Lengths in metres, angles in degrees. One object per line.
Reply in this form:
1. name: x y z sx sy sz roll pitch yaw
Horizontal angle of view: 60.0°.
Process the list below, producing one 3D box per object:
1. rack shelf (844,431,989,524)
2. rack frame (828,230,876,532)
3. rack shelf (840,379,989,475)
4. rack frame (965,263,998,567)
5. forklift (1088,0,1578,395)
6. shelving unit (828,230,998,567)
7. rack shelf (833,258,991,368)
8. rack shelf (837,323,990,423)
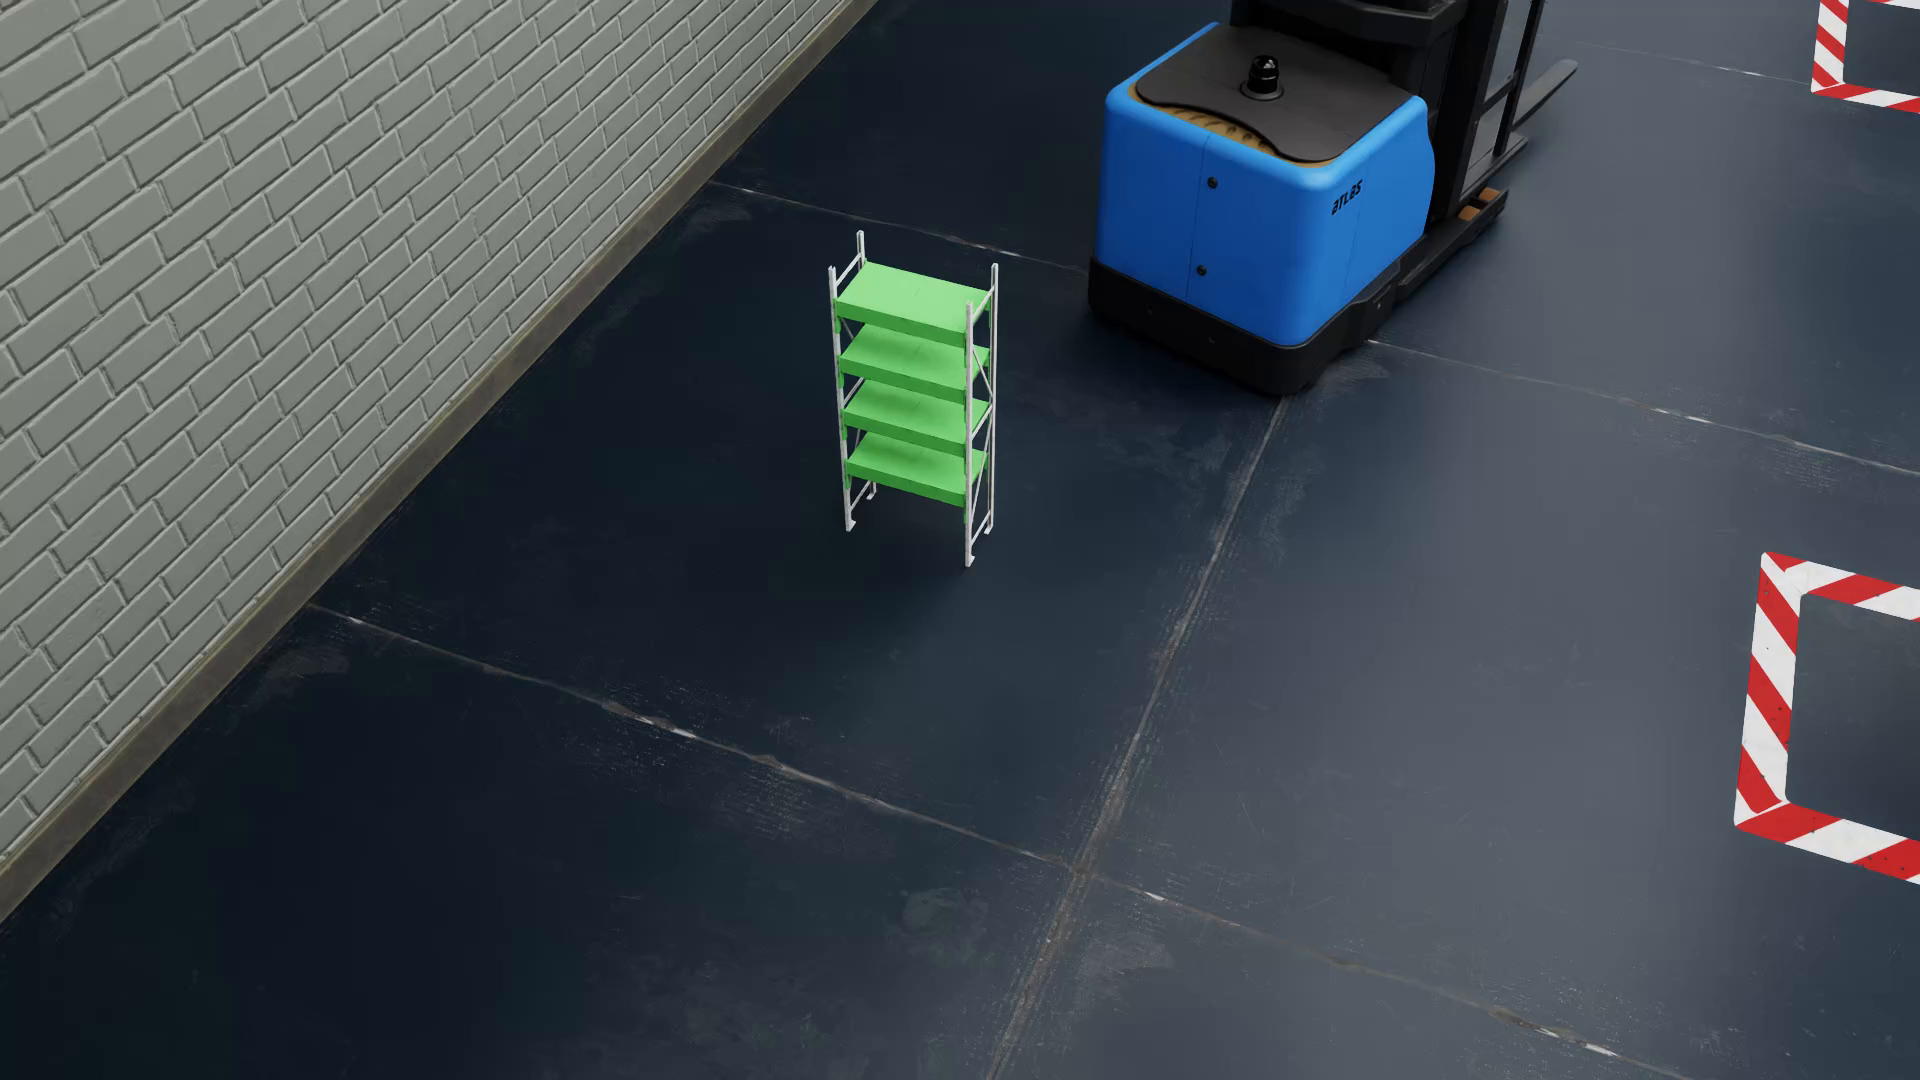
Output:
1. rack shelf: -0.153 -0.255 6.086 0.480 0.148 0.258 16 47 16
2. rack frame: -0.378 -0.537 5.939 0.015 1.200 0.240 16 47 16
3. rack shelf: -0.153 -0.425 5.917 0.480 0.148 0.258 16 47 16
4. rack frame: 0.072 -0.404 5.805 0.015 1.200 0.240 16 47 16
5. forklift: 1.878 -2.603 6.788 1.130 2.935 3.031 30 52 27
6. shelving unit: -0.153 -0.470 5.872 0.503 1.200 0.258 16 47 16
7. rack shelf: -0.153 -0.765 5.579 0.480 0.148 0.258 16 47 16
8. rack shelf: -0.153 -0.595 5.748 0.480 0.148 0.258 16 47 16
